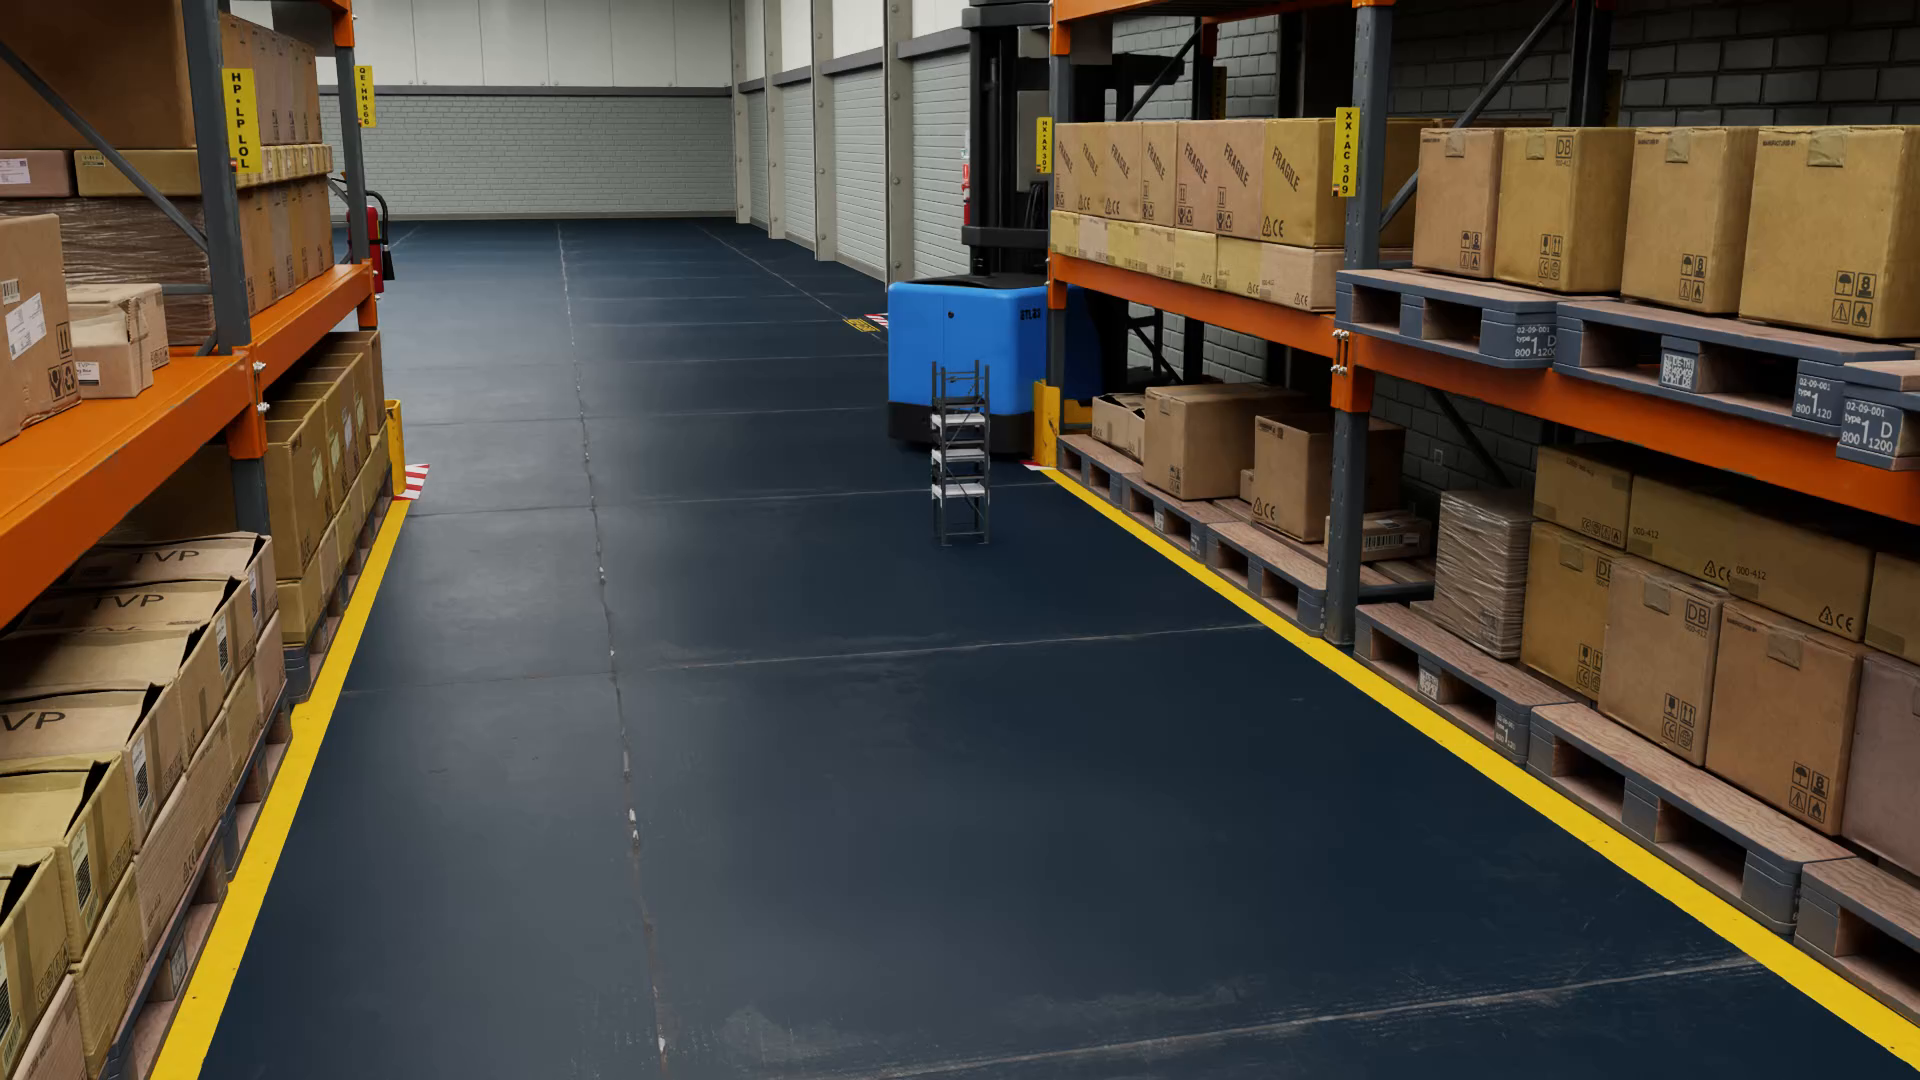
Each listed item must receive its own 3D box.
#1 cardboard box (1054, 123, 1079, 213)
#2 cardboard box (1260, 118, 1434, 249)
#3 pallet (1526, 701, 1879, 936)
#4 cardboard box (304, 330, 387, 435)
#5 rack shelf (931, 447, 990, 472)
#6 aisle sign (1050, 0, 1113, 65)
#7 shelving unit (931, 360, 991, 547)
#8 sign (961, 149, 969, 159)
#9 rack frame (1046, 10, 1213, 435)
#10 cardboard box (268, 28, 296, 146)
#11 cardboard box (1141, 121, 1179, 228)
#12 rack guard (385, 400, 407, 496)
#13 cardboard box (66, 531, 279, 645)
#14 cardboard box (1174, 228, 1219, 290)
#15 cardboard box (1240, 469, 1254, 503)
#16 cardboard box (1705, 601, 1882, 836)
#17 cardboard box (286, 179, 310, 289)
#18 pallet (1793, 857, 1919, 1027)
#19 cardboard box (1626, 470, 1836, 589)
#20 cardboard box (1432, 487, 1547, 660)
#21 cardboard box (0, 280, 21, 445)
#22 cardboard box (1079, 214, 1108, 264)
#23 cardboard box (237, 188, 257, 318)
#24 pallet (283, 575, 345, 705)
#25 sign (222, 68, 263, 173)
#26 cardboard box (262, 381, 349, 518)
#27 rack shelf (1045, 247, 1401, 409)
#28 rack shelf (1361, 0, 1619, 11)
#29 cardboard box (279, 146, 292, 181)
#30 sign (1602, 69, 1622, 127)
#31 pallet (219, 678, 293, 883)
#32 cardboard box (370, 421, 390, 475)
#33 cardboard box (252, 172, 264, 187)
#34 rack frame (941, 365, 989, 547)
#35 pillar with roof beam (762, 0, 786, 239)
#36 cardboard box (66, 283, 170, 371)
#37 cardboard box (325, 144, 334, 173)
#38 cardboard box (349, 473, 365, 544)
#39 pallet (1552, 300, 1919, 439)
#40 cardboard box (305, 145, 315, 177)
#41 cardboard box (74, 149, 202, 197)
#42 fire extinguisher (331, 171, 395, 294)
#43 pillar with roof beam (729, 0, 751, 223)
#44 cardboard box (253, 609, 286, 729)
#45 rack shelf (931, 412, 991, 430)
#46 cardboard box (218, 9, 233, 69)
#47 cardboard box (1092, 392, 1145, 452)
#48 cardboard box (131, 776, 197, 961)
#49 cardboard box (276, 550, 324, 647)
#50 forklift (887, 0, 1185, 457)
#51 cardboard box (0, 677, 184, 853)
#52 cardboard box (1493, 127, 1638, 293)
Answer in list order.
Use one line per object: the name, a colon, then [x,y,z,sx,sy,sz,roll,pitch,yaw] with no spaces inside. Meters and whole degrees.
cardboard box: [0.858,-2.164,9.660,0.500,0.500,0.500,-3,14,-13]
cardboard box: [1.566,-1.460,6.778,0.500,0.500,0.500,-3,14,-13]
pallet: [2.452,0.749,4.918,1.003,0.211,1.213,-3,14,-13]
cardboard box: [-3.361,-0.839,8.868,0.500,0.500,0.500,-3,14,-13]
rack shelf: [0.002,-0.403,8.320,0.258,0.077,0.200,-3,14,-13]
aisle sign: [0.730,-3.253,9.944,0.394,0.787,0.004,-3,14,-13]
shelving unit: [0.002,-0.435,8.313,0.258,0.900,0.210,-3,14,-13]
sign: [0.054,-4.240,18.269,0.001,0.109,0.331,-3,14,-13]
rack frame: [1.038,-1.990,10.253,1.000,3.000,0.127,-3,14,-13]
cardboard box: [-3.418,-2.034,7.488,0.700,0.500,0.500,-3,14,-13]
cardboard box: [1.213,-1.812,8.217,0.500,0.500,0.500,-3,14,-11]
rack guard: [-3.782,-0.504,9.438,1.175,0.500,0.348,-3,14,-13]
cardboard box: [-2.463,0.146,5.235,0.500,0.311,0.500,-3,14,-13]
cardboard box: [1.330,-1.327,7.813,0.500,0.250,0.500,-3,14,-13]
cardboard box: [1.622,-0.266,8.277,0.380,0.149,0.250,-4,14,-18]
cardboard box: [2.545,0.454,4.587,0.700,0.500,0.500,-3,14,-13]
cardboard box: [-3.440,-1.418,7.699,0.700,0.500,0.500,-3,14,-13]
pallet: [2.735,1.030,3.768,1.003,0.211,1.213,-3,14,-13]
cardboard box: [2.399,-0.041,5.035,0.500,0.250,0.500,-4,14,-15]
cardboard box: [2.167,0.102,6.029,0.700,0.500,0.500,-3,14,-11]
cardboard box: [-2.431,-0.424,3.631,0.500,0.500,0.500,-3,14,-13]
cardboard box: [0.980,-1.678,9.248,0.500,0.250,0.500,-4,14,-15]
cardboard box: [-3.077,-1.062,6.244,0.700,0.500,0.500,-3,14,-14]
pallet: [-2.983,0.378,6.434,1.003,0.211,1.213,-3,14,-13]
sign: [-2.311,-1.347,5.347,0.100,0.325,0.005,-3,14,-13]
cardboard box: [-2.876,-0.378,6.983,0.500,0.500,0.500,-3,14,-13]
rack shelf: [1.508,-1.179,8.450,1.077,0.370,4.000,-3,14,-13]
rack shelf: [2.448,-1.714,4.317,1.077,0.370,4.000,-3,14,-13]
cardboard box: [-3.135,-1.642,7.249,0.380,0.149,0.250,-3,14,-14]
sign: [2.516,-1.662,6.468,0.100,0.325,0.005,-3,14,-13]
pallet: [-2.626,0.732,4.986,1.003,0.211,1.213,-3,14,-13]
cardboard box: [-3.363,-0.474,8.957,0.500,0.250,0.500,-3,14,-13]
cardboard box: [-2.952,-1.463,6.516,0.380,0.149,0.250,-4,14,-15]
rack frame: [0.026,-0.412,8.217,0.240,0.900,0.006,-3,14,-13]
pillar with roof beam: [-7.778,-10.088,30.757,9.100,9.000,0.400,-3,14,-13]
cardboard box: [-2.678,-0.606,4.905,0.500,0.250,0.500,-2,14,-10]
cardboard box: [-3.501,-1.999,8.713,0.380,0.149,0.250,-4,14,-14]
cardboard box: [-2.999,-0.129,7.543,0.500,0.250,0.500,-3,14,-13]
pallet: [2.413,-0.506,4.581,1.003,0.211,1.213,-3,14,-13]
cardboard box: [-3.321,-1.822,7.987,0.380,0.149,0.250,-3,14,-12]
cardboard box: [-2.711,-1.227,5.551,0.380,0.149,0.250,-3,14,-13]
fire extinguisher: [-3.352,-1.729,9.346,0.296,0.674,0.183,-3,14,-13]
pillar with roof beam: [-9.187,-11.472,36.423,9.100,9.000,0.400,-3,14,-13]
cardboard box: [-2.457,0.421,5.293,0.500,0.250,0.500,-3,14,-14]
rack shelf: [0.002,-0.578,8.278,0.258,0.077,0.200,-3,14,-13]
cardboard box: [-3.067,-1.688,6.071,0.700,0.500,0.500,-3,14,-13]
cardboard box: [1.113,-0.733,9.846,0.500,0.311,0.500,-5,15,-20]
cardboard box: [-2.102,0.773,3.851,0.500,0.250,0.500,-3,14,-12]
cardboard box: [-2.651,0.217,6.126,0.500,0.250,0.500,-3,14,-13]
forklift: [0.823,-2.241,11.422,1.130,2.935,3.031,10,17,37]
cardboard box: [-2.105,0.497,3.798,0.500,0.311,0.500,-3,14,-14]
cardboard box: [2.188,-1.081,5.394,0.700,0.500,0.500,-2,14,-7]
